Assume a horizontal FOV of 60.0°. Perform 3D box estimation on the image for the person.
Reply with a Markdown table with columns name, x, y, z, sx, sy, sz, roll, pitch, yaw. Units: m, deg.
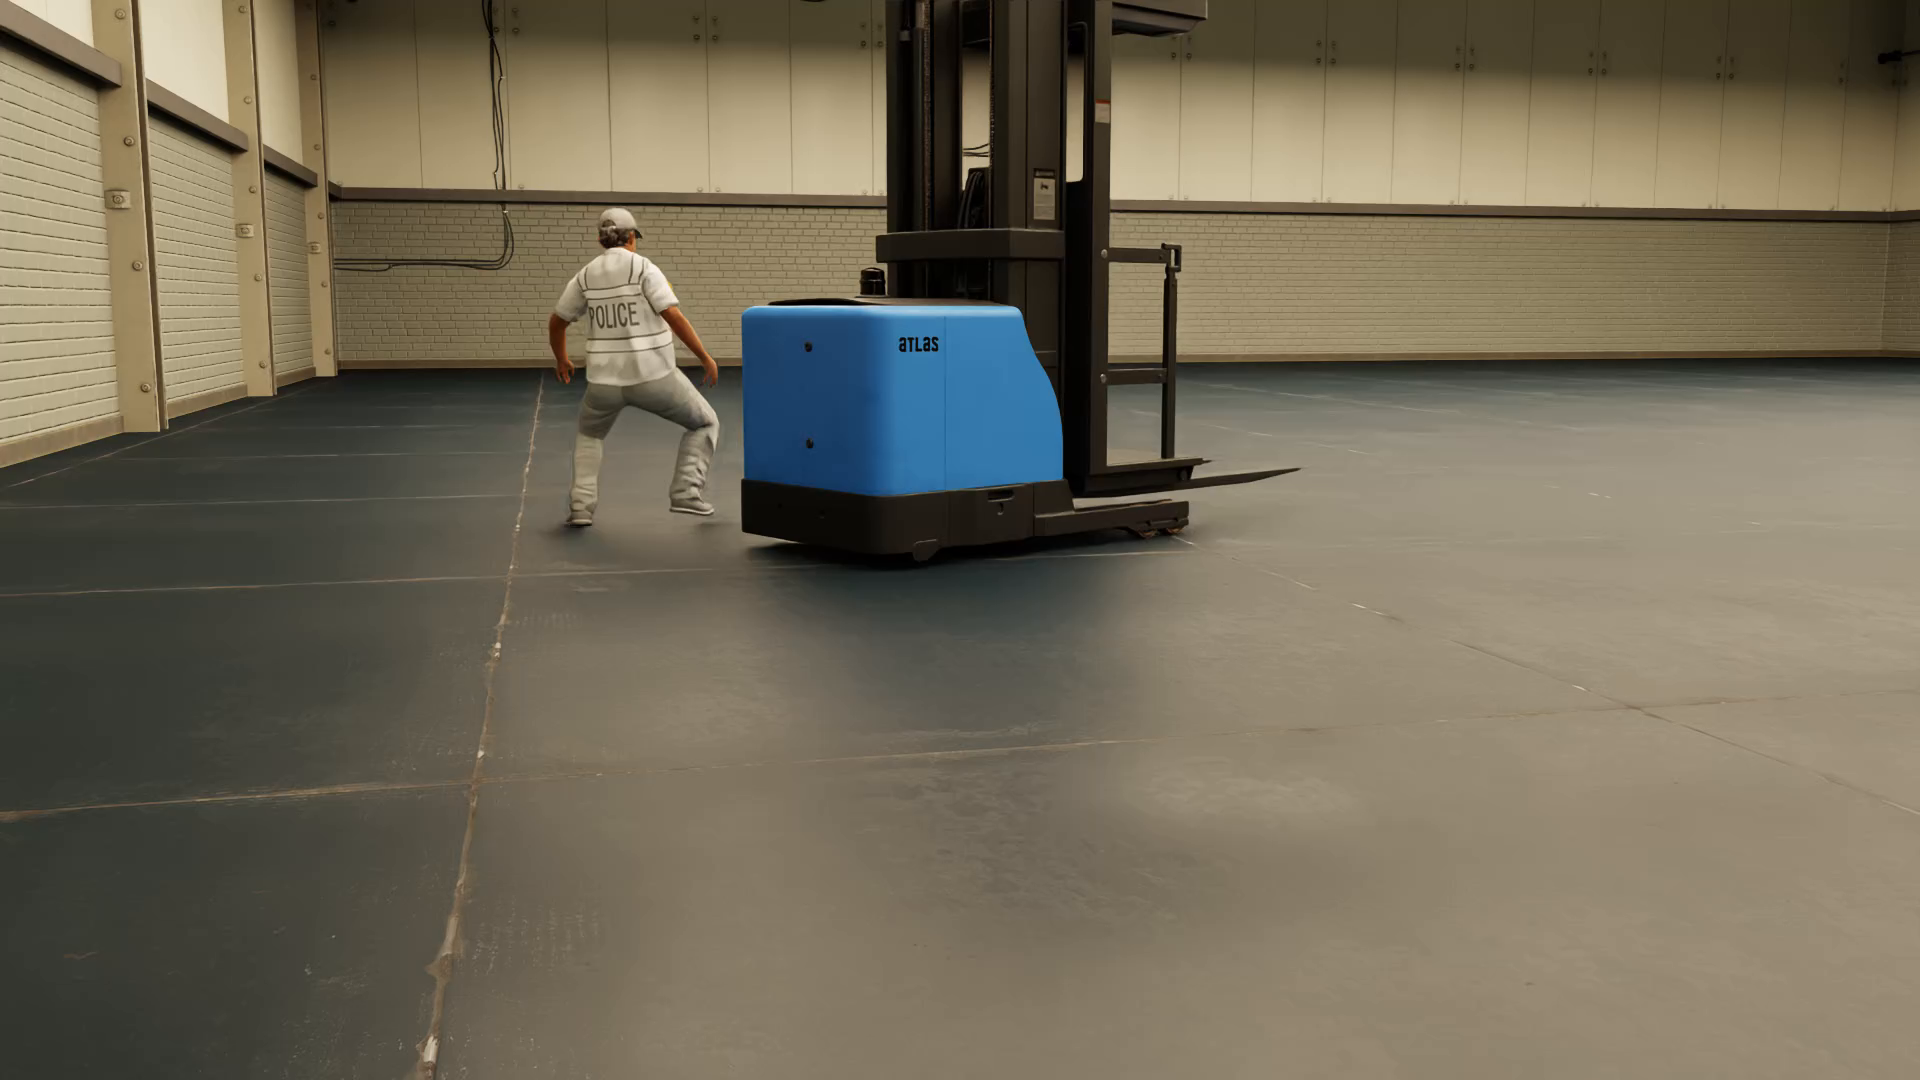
| name | x | y | z | sx | sy | sz | roll | pitch | yaw |
| --- | --- | --- | --- | --- | --- | --- | --- | --- | --- |
| person | -1.599 | -0.826 | 8.111 | 0.865 | 1.562 | 0.529 | 2 | 8 | 15 |

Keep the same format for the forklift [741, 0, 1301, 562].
| name | x | y | z | sx | sy | sz | roll | pitch | yaw |
| --- | --- | --- | --- | --- | --- | --- | --- | --- | --- |
| forklift | 0.457 | -1.508 | 7.904 | 3.031 | 2.935 | 1.130 | -7 | 11 | -41 |
